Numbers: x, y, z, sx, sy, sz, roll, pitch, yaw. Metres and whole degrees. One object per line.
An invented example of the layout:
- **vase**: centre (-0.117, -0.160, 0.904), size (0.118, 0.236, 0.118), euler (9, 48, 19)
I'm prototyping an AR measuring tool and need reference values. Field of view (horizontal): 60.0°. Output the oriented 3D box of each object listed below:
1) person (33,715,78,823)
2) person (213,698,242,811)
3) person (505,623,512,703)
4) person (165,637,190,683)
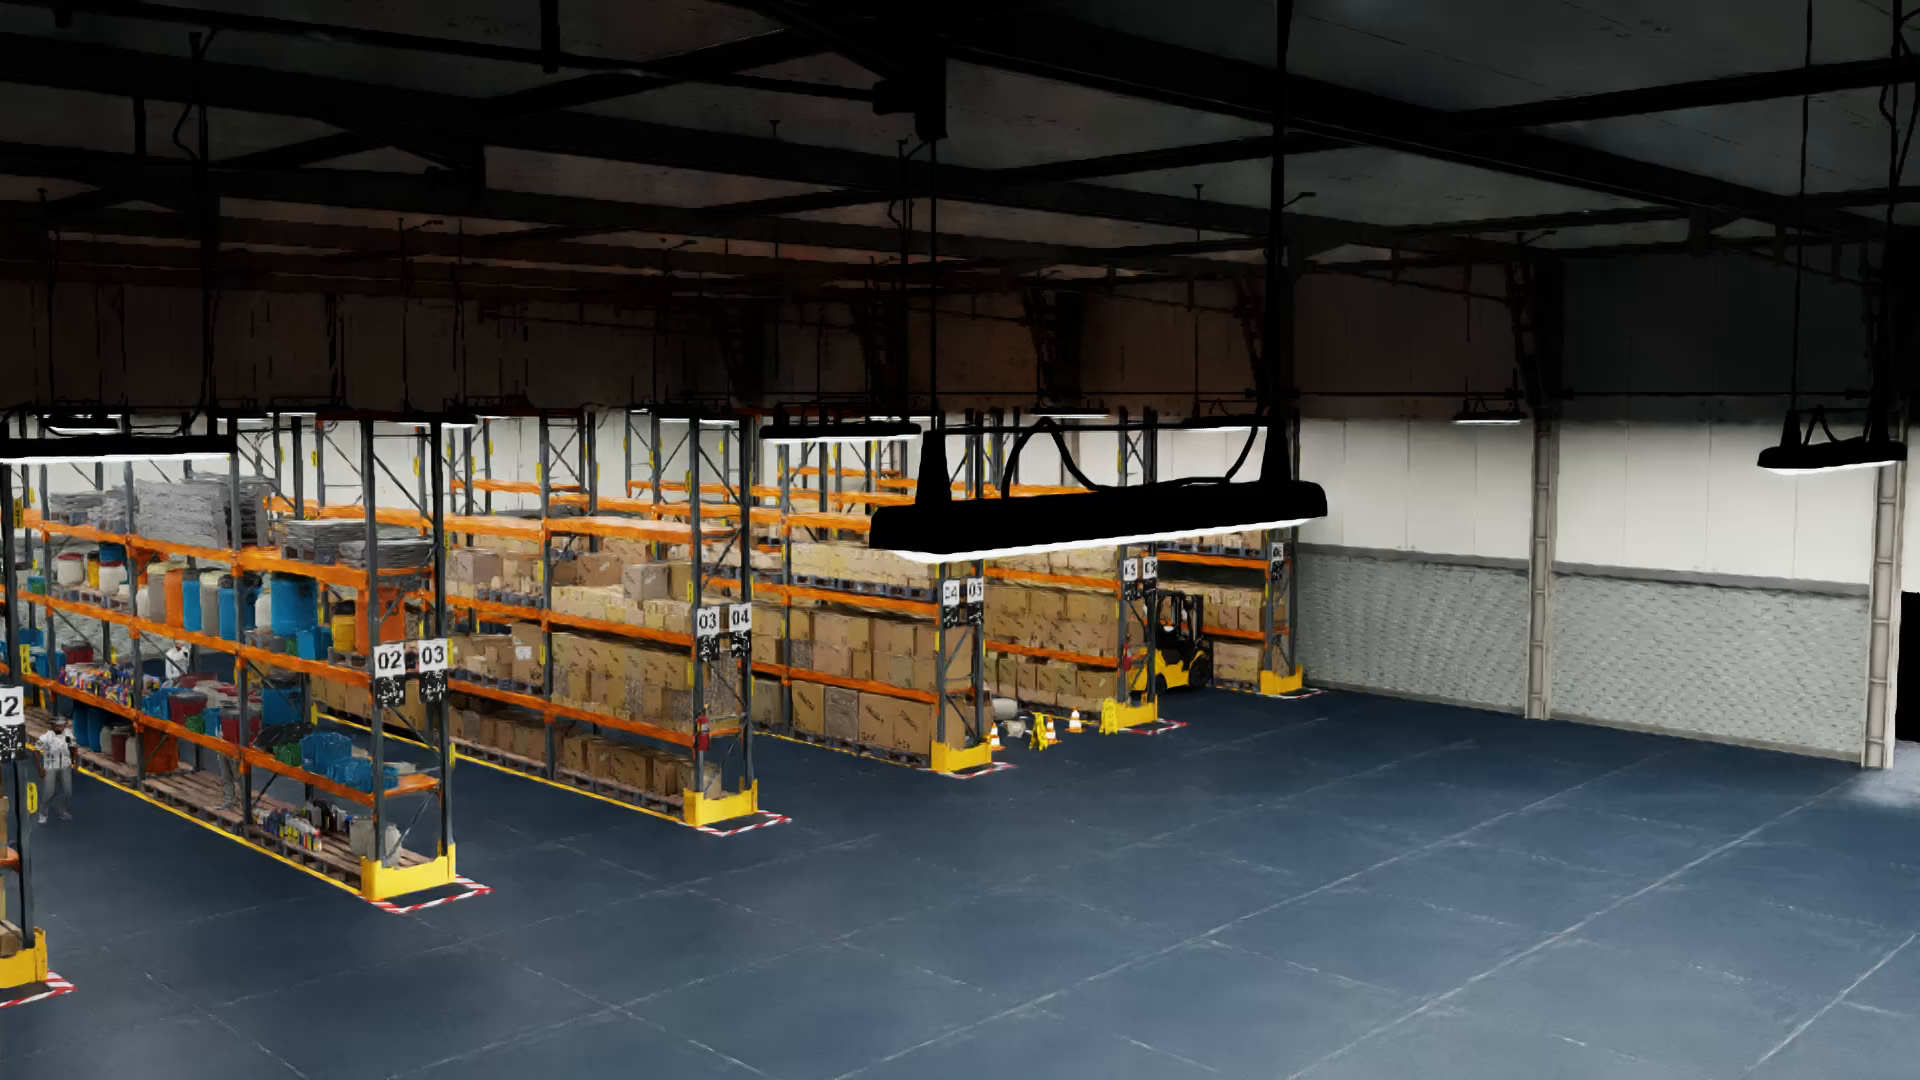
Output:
- **person**: centre (-13.331, 3.354, 24.537), size (0.526, 1.629, 0.590), euler (4, 7, 42)
- **person**: centre (-10.661, 3.125, 24.344), size (0.536, 1.676, 0.473), euler (4, 6, 36)
- **person**: centre (-9.079, 2.511, 33.843), size (0.538, 1.655, 0.441), euler (1, 5, 16)
- **person**: centre (-15.304, 2.637, 32.552), size (0.483, 1.589, 1.086), euler (-5, 7, -43)
